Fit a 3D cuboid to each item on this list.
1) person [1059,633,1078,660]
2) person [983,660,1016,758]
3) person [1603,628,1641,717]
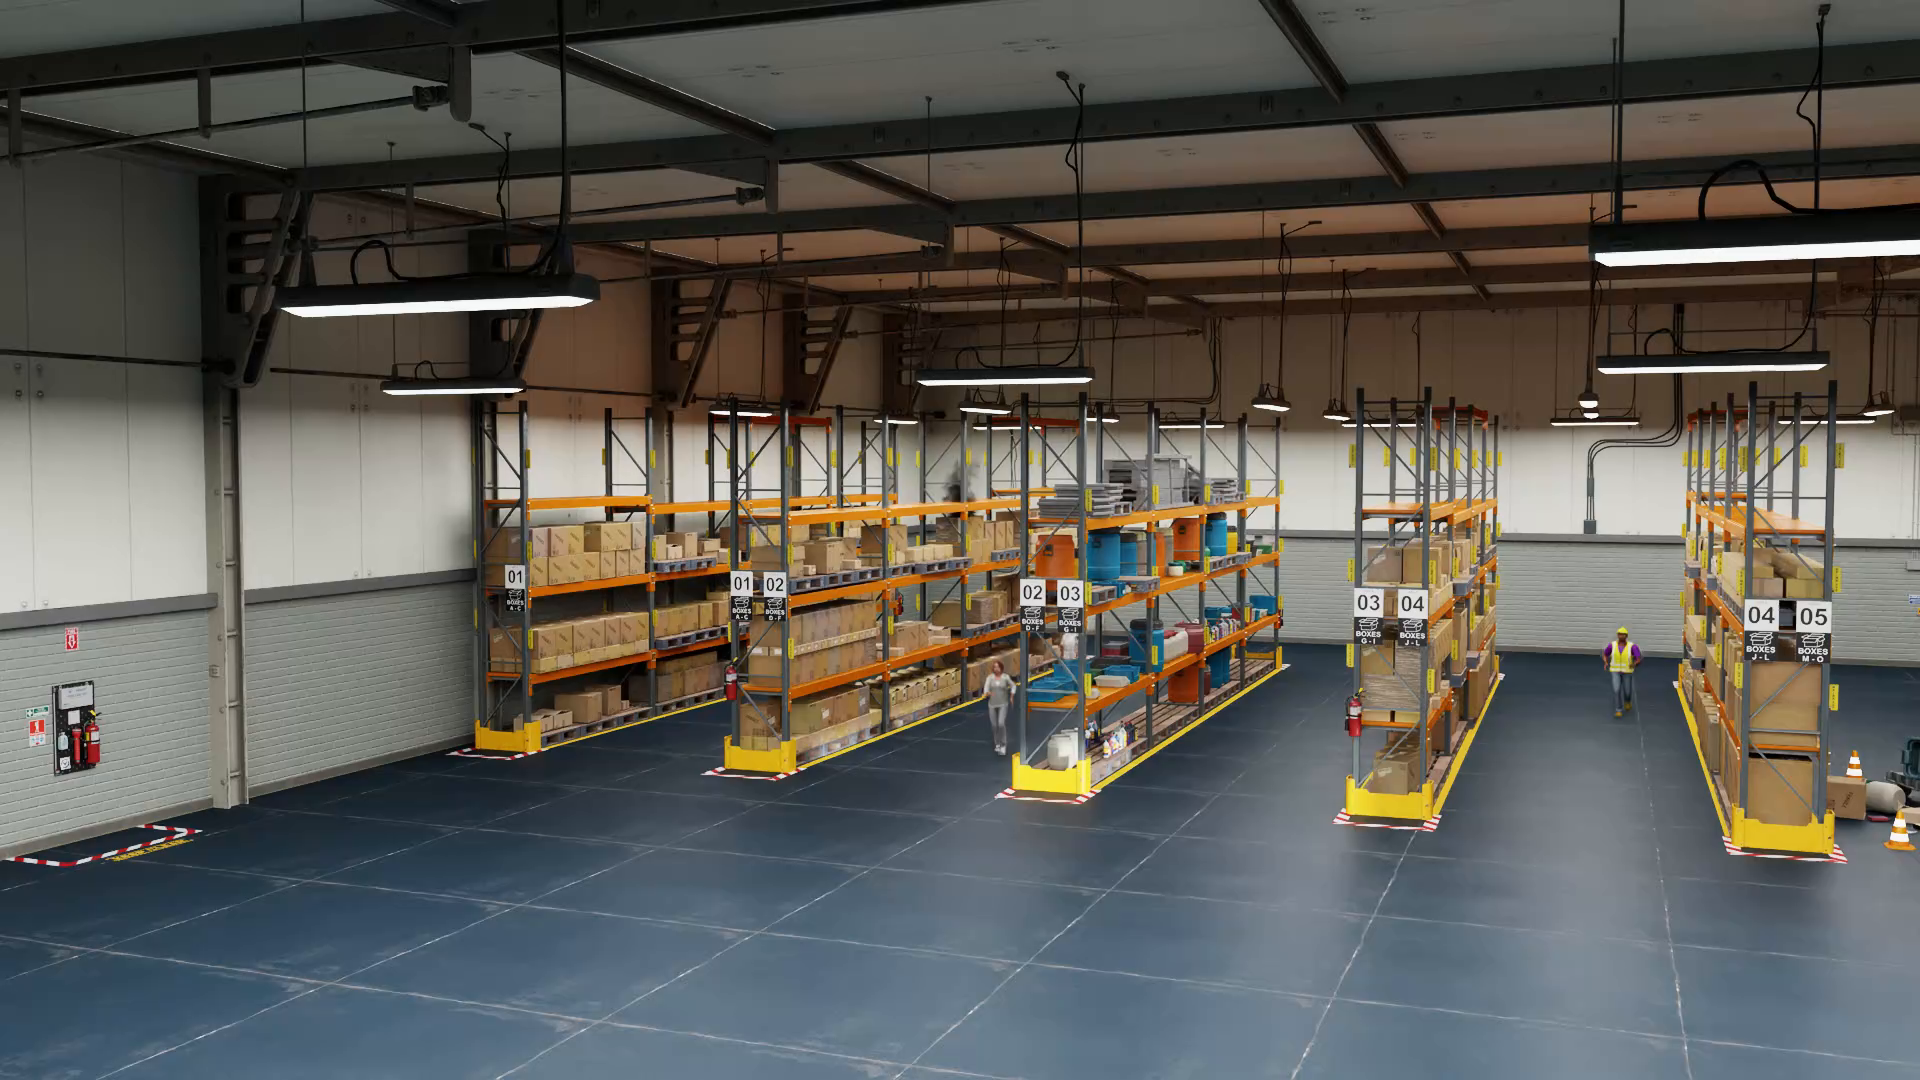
[{"bbox_3d":[2.337,2.481,34.734,0.574,1.649,0.566,1,3,16],"label":"person"},{"bbox_3d":[0.653,2.839,28.015,0.507,1.621,0.682,1,3,14],"label":"person"},{"bbox_3d":[12.866,2.566,32.359,0.707,1.726,0.753,1,3,26],"label":"person"}]
